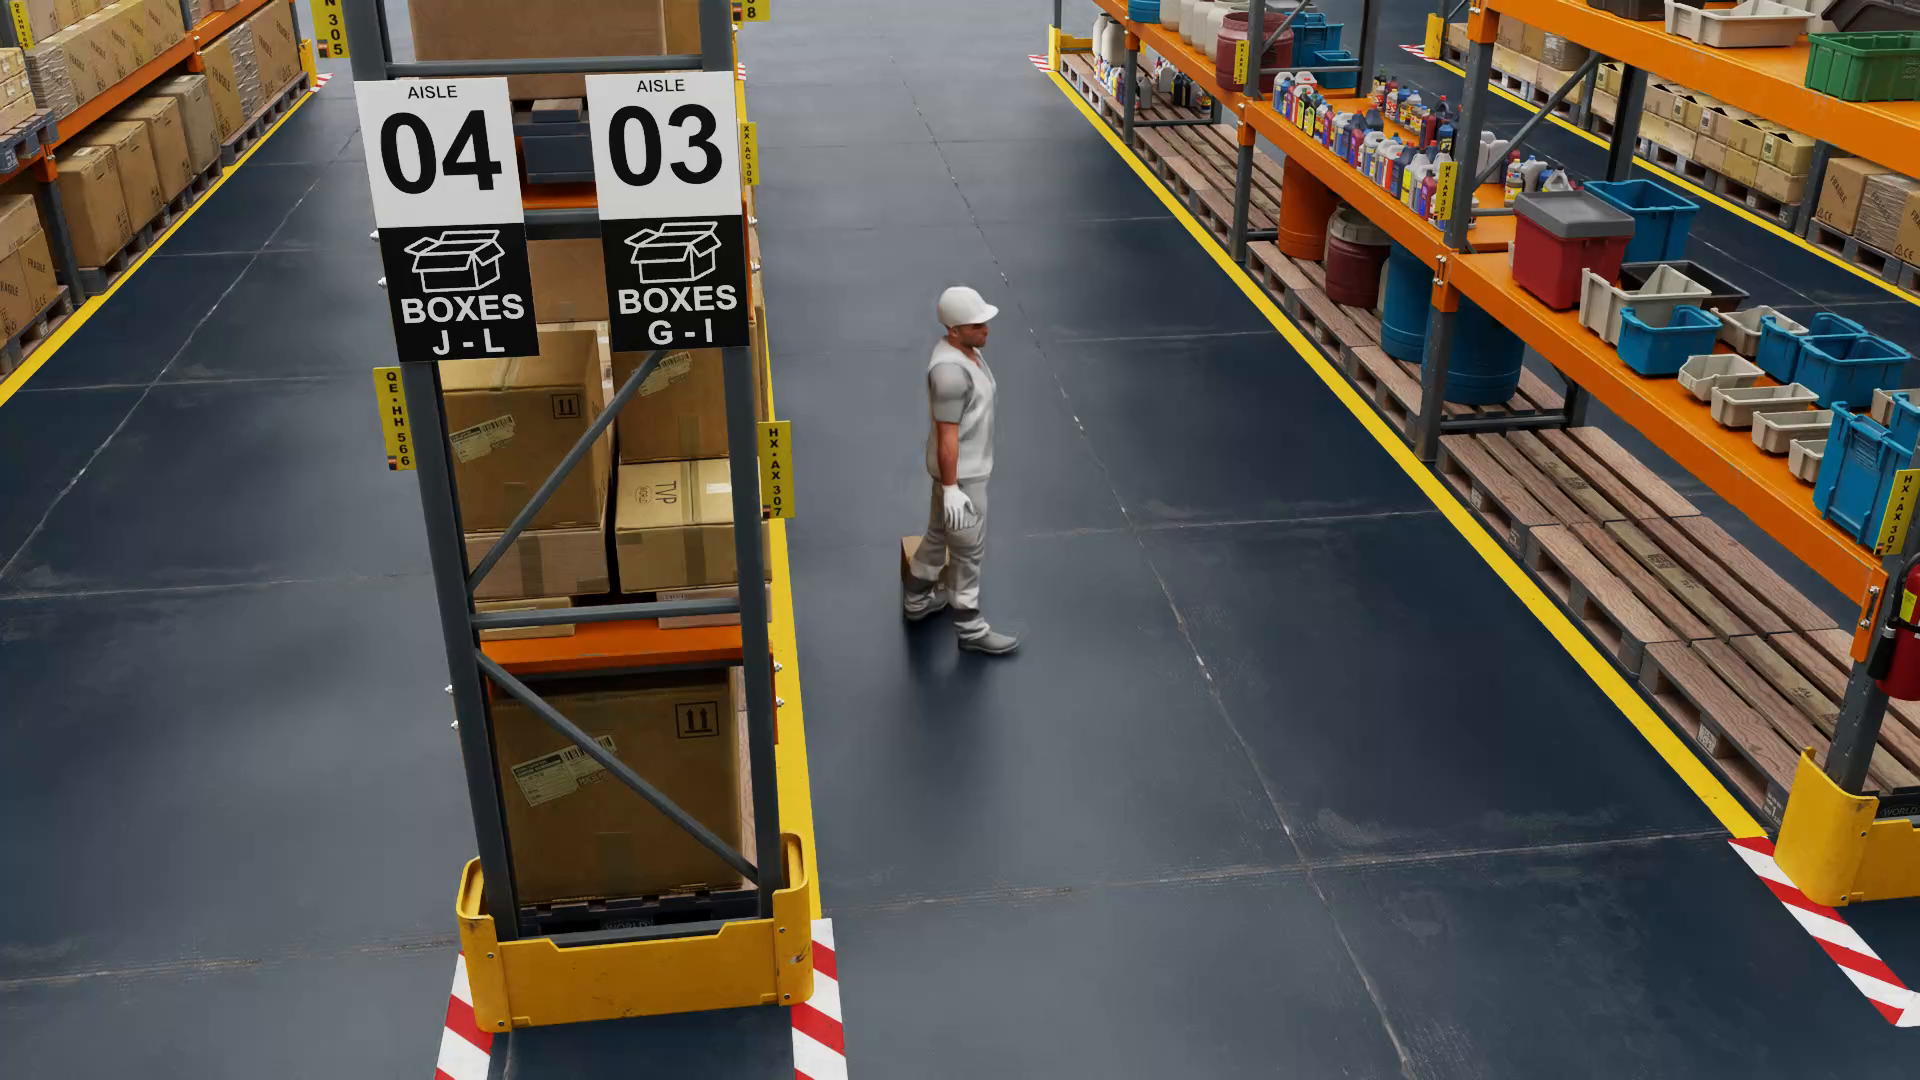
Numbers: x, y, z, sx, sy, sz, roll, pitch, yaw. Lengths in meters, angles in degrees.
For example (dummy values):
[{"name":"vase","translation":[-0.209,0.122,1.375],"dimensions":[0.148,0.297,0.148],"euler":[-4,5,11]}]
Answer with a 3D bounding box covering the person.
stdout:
[{"name":"person","translation":[0.002,-0.319,7.710],"dimensions":[0.577,1.791,0.721],"euler":[1,27,2]}]
